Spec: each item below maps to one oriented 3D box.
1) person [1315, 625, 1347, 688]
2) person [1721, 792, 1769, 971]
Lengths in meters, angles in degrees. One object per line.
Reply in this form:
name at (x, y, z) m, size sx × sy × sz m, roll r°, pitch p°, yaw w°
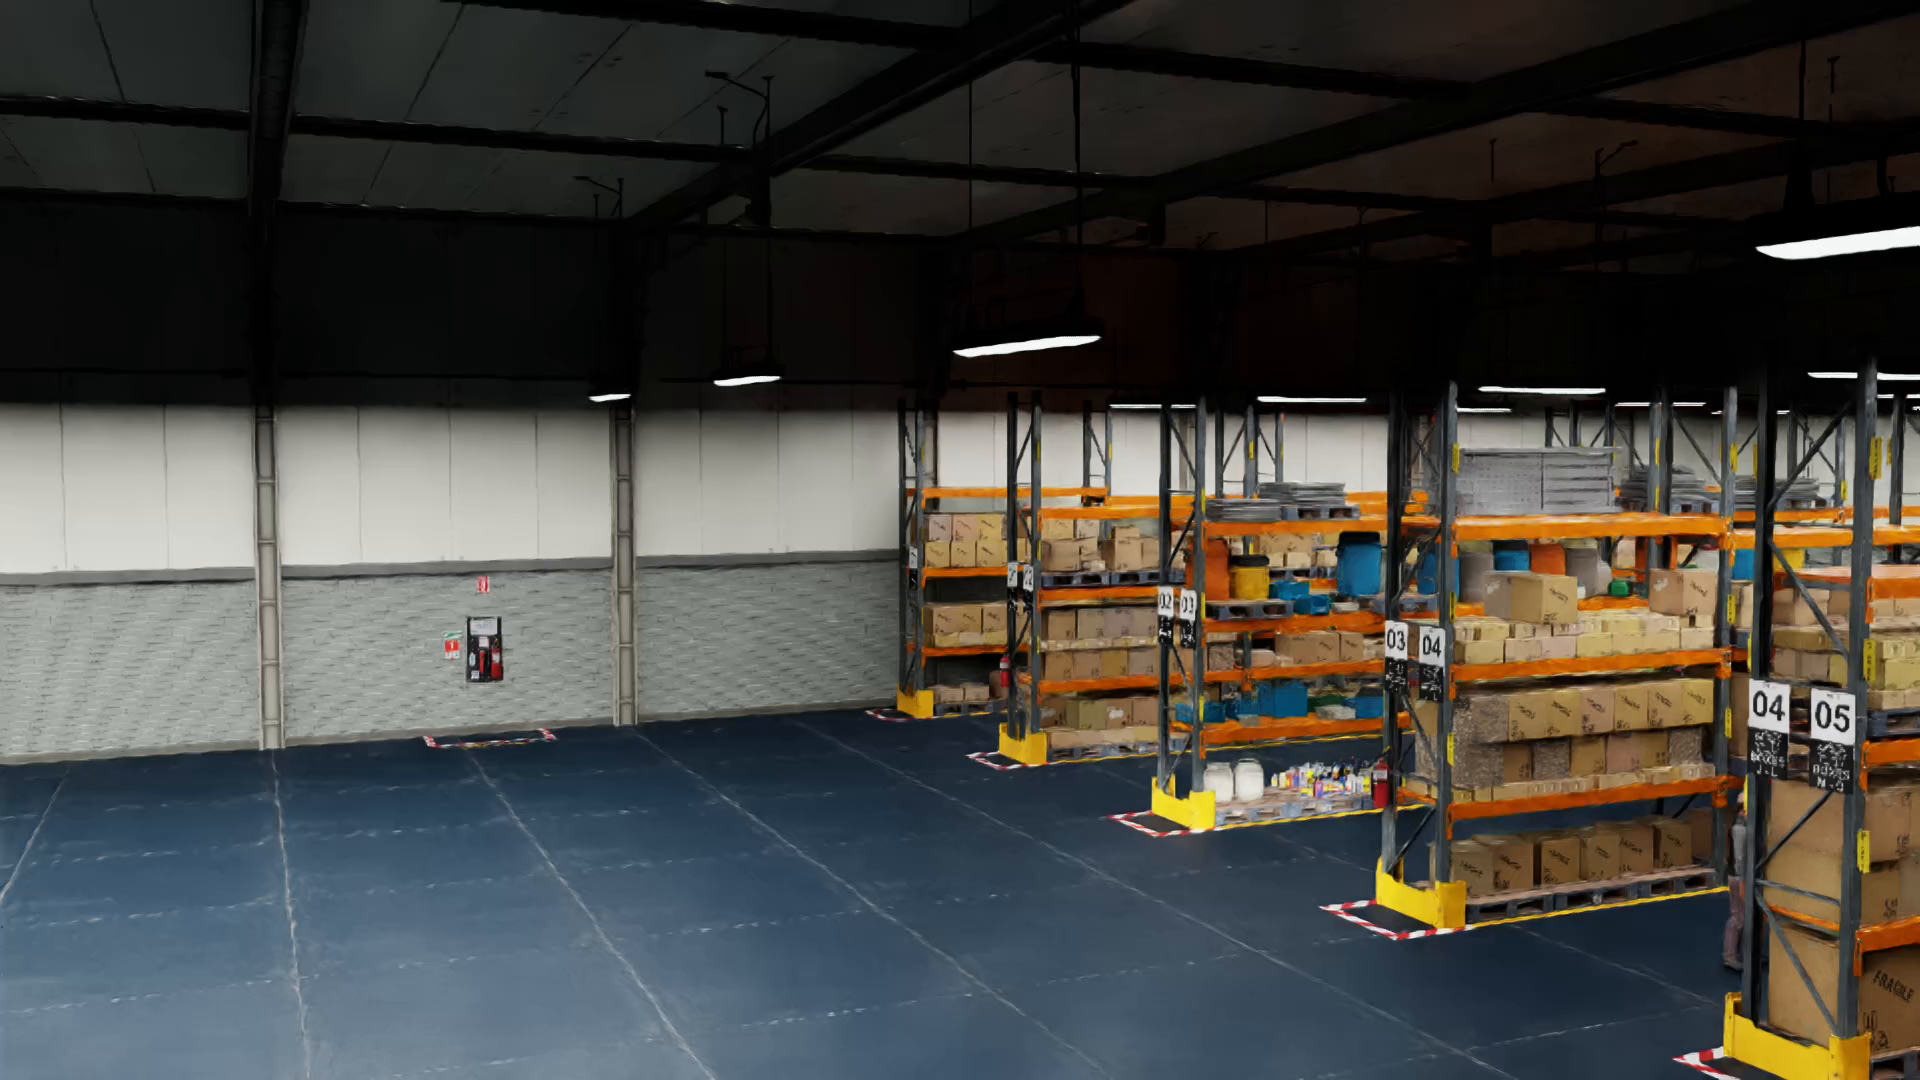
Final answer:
person at (7.107, 2.422, 31.964) m, size 1.040 × 1.707 × 0.532 m, roll -1°, pitch 3°, yaw -15°
person at (7.761, 3.330, 16.328) m, size 0.450 × 1.727 × 0.584 m, roll 2°, pitch 4°, yaw 36°
